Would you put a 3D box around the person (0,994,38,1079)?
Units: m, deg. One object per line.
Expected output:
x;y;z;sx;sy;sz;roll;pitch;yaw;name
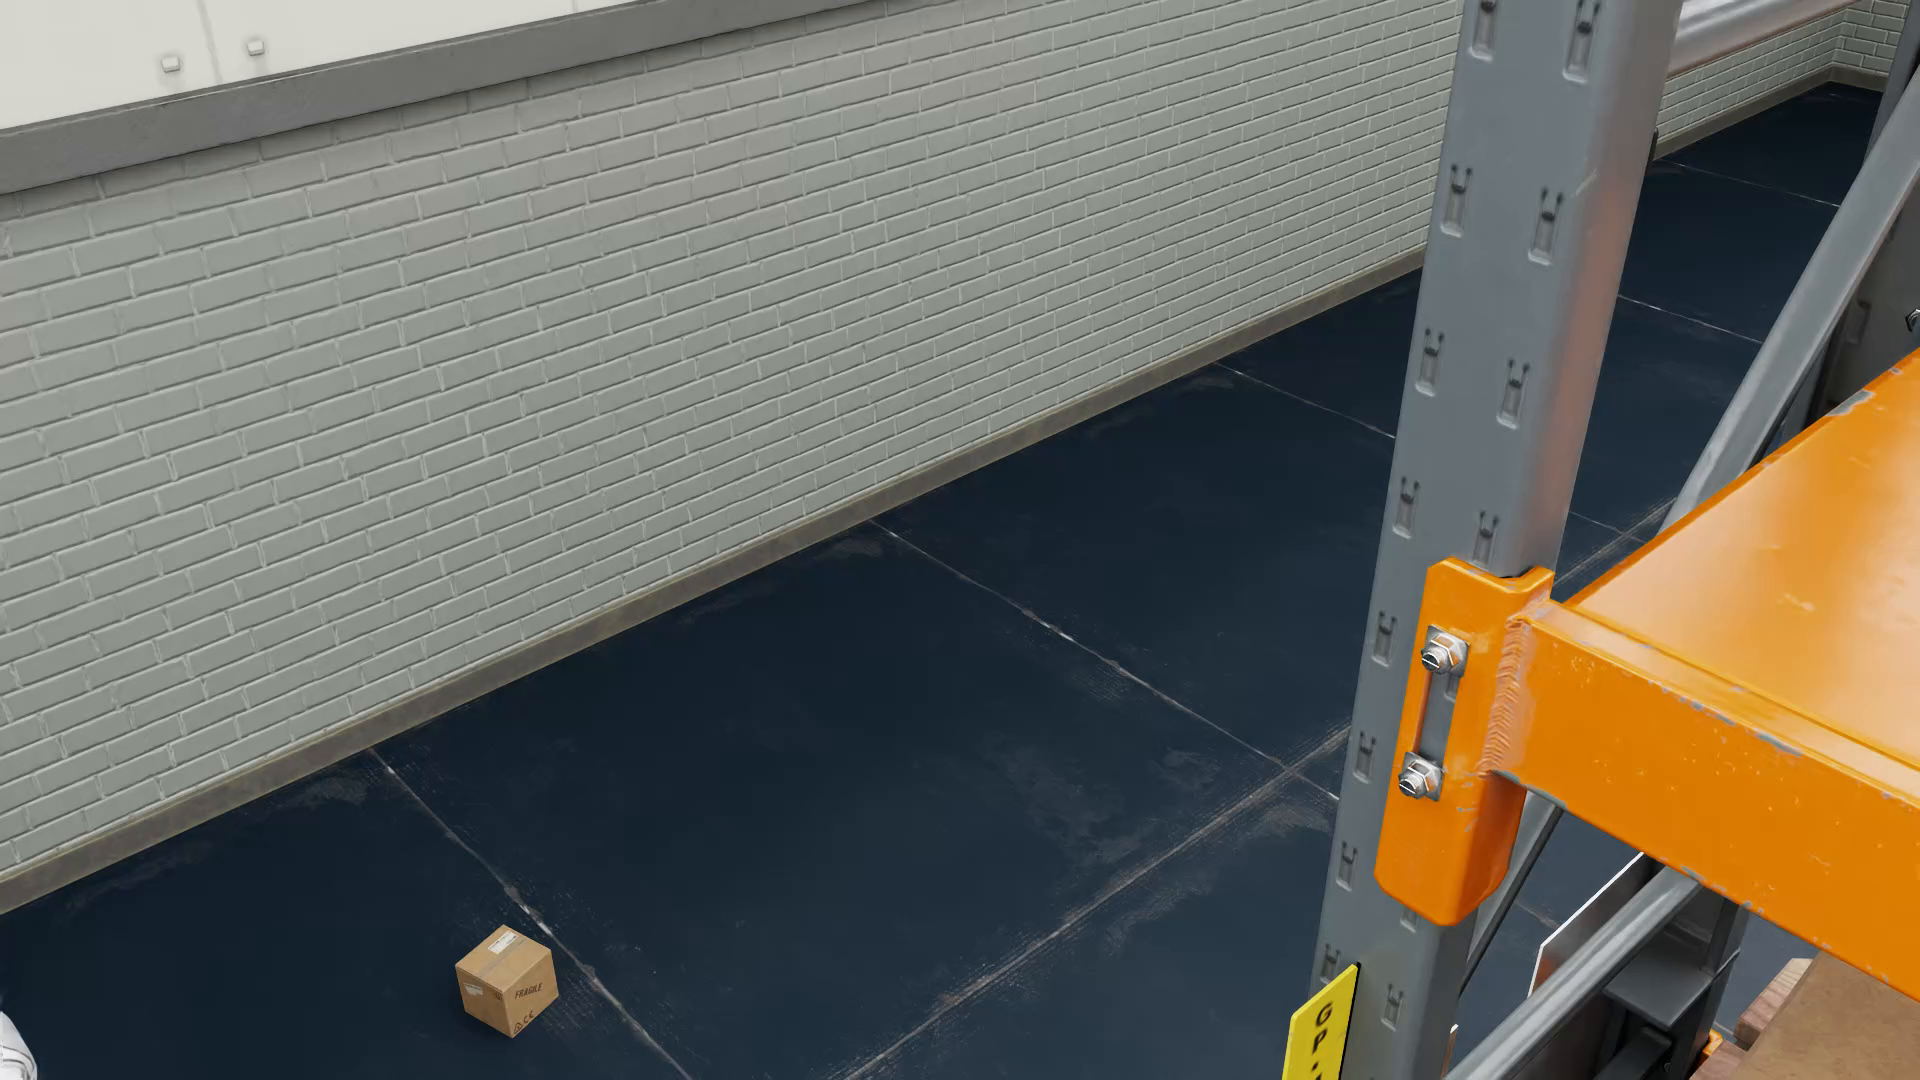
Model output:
-2.710;1.847;4.677;0.443;1.755;0.622;26;40;35;person
